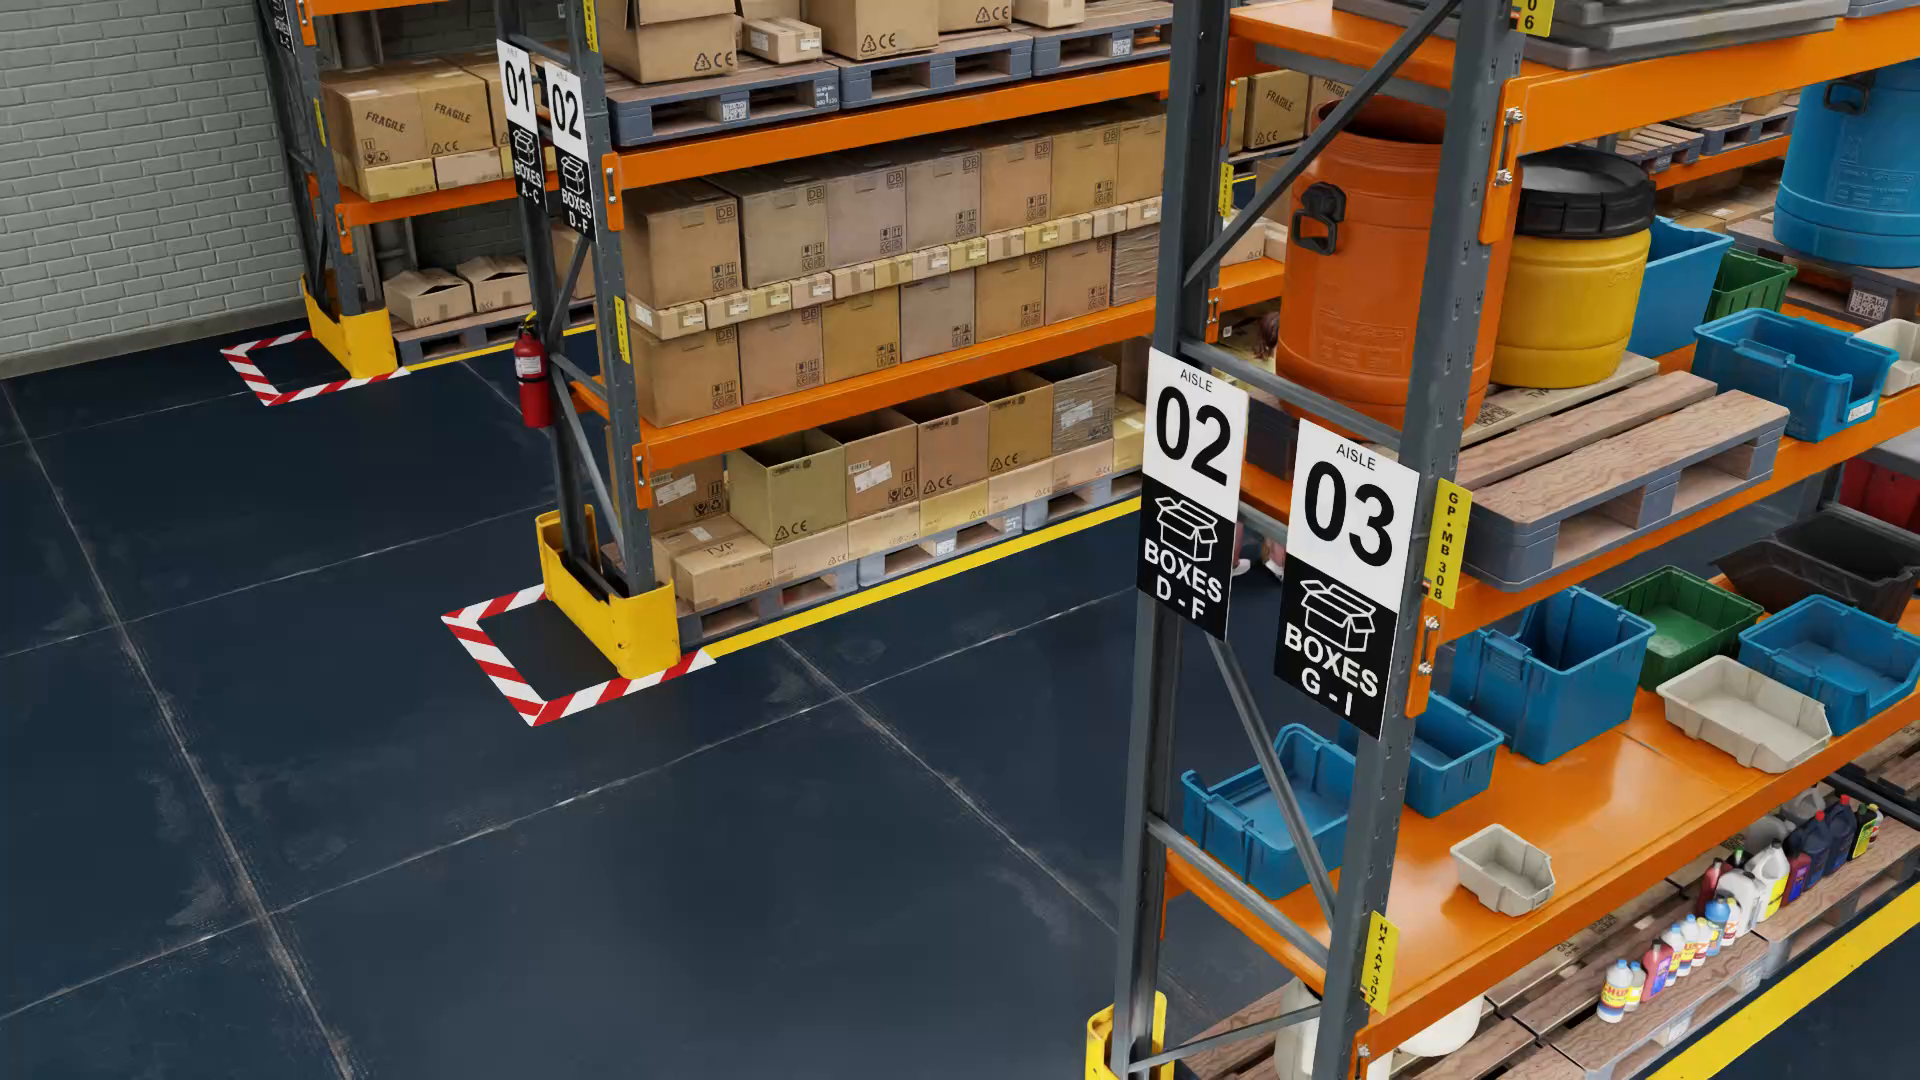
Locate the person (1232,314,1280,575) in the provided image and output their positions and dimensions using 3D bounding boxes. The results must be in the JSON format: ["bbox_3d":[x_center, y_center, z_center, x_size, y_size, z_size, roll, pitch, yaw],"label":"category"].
[{"bbox_3d":[1.884,-0.536,9.618,0.871,1.683,0.480,-13,31,-22],"label":"person"}]
